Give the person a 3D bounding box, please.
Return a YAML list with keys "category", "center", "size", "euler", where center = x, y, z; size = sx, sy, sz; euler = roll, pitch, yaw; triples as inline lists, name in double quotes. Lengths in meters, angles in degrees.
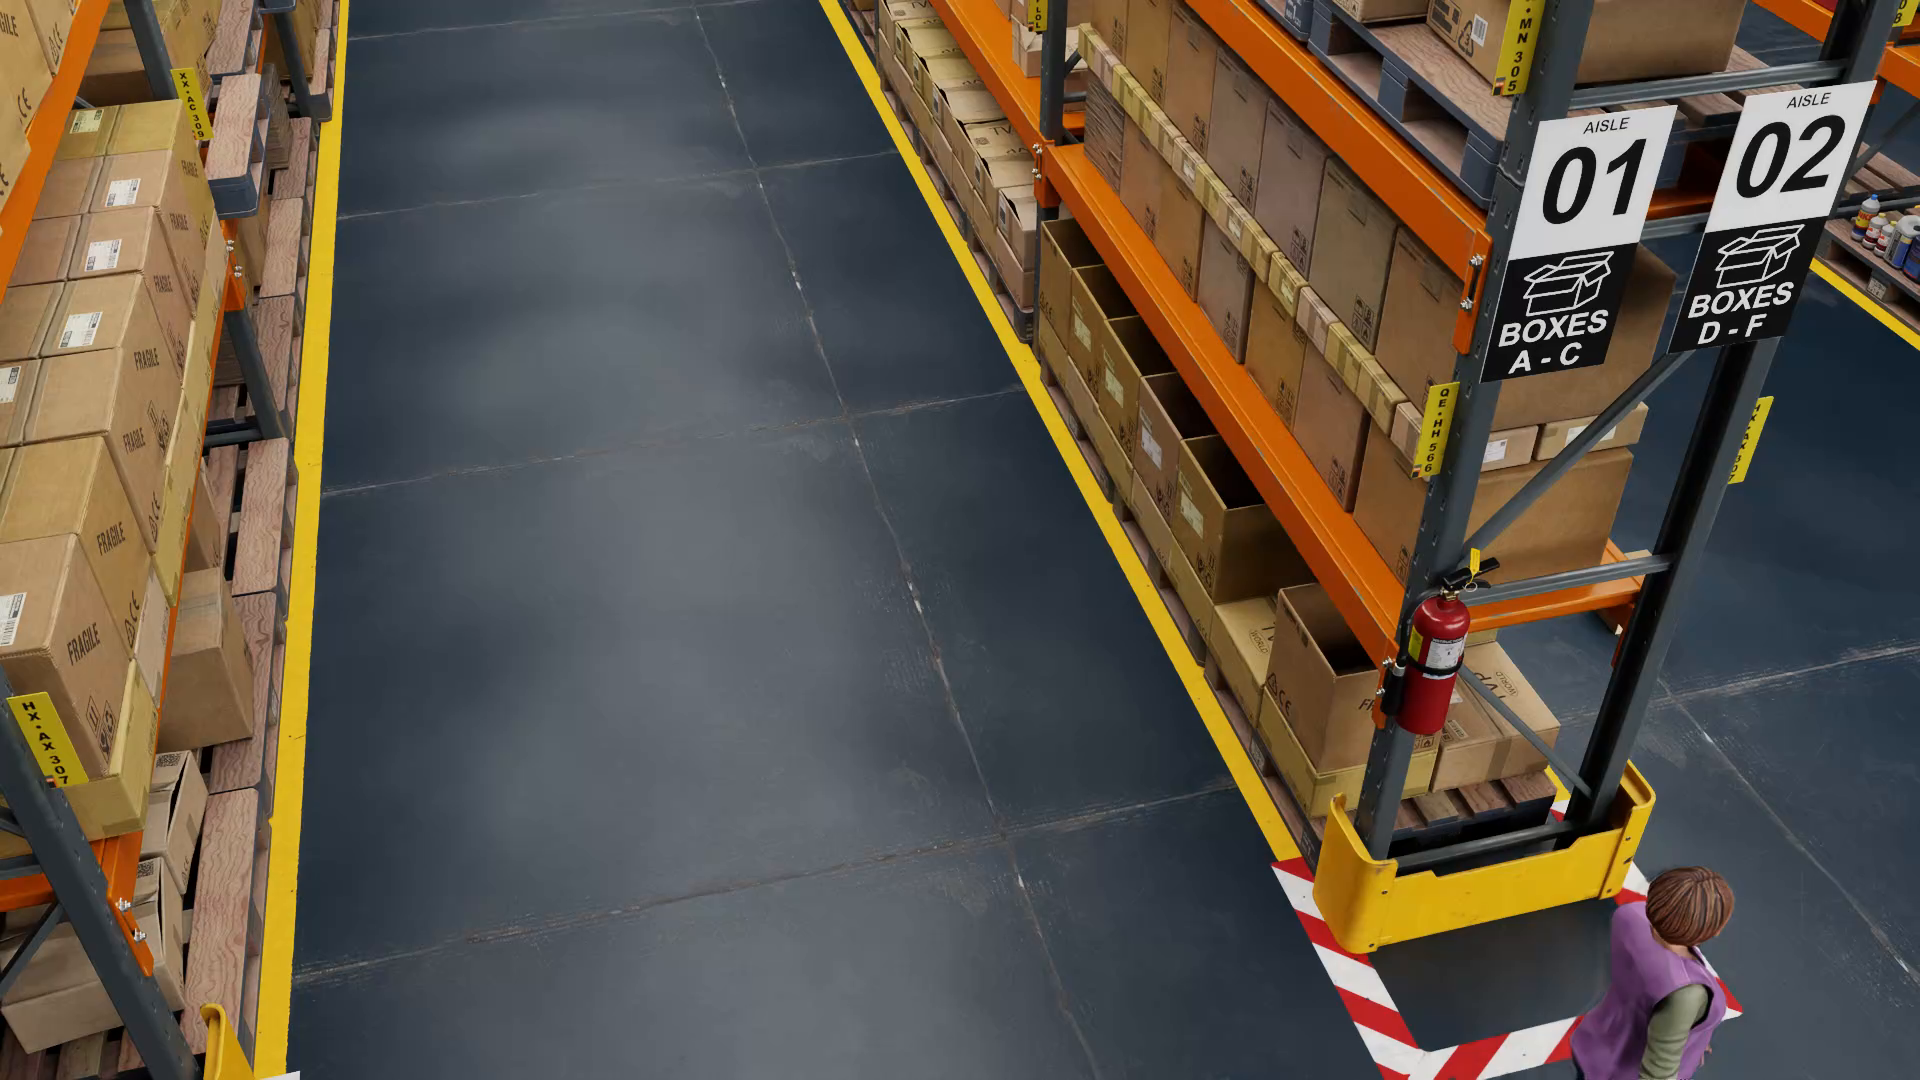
- category: "person"
  center: [1.959, 1.570, 4.775]
  size: [0.588, 1.621, 0.514]
  euler: [-4, 39, -5]
